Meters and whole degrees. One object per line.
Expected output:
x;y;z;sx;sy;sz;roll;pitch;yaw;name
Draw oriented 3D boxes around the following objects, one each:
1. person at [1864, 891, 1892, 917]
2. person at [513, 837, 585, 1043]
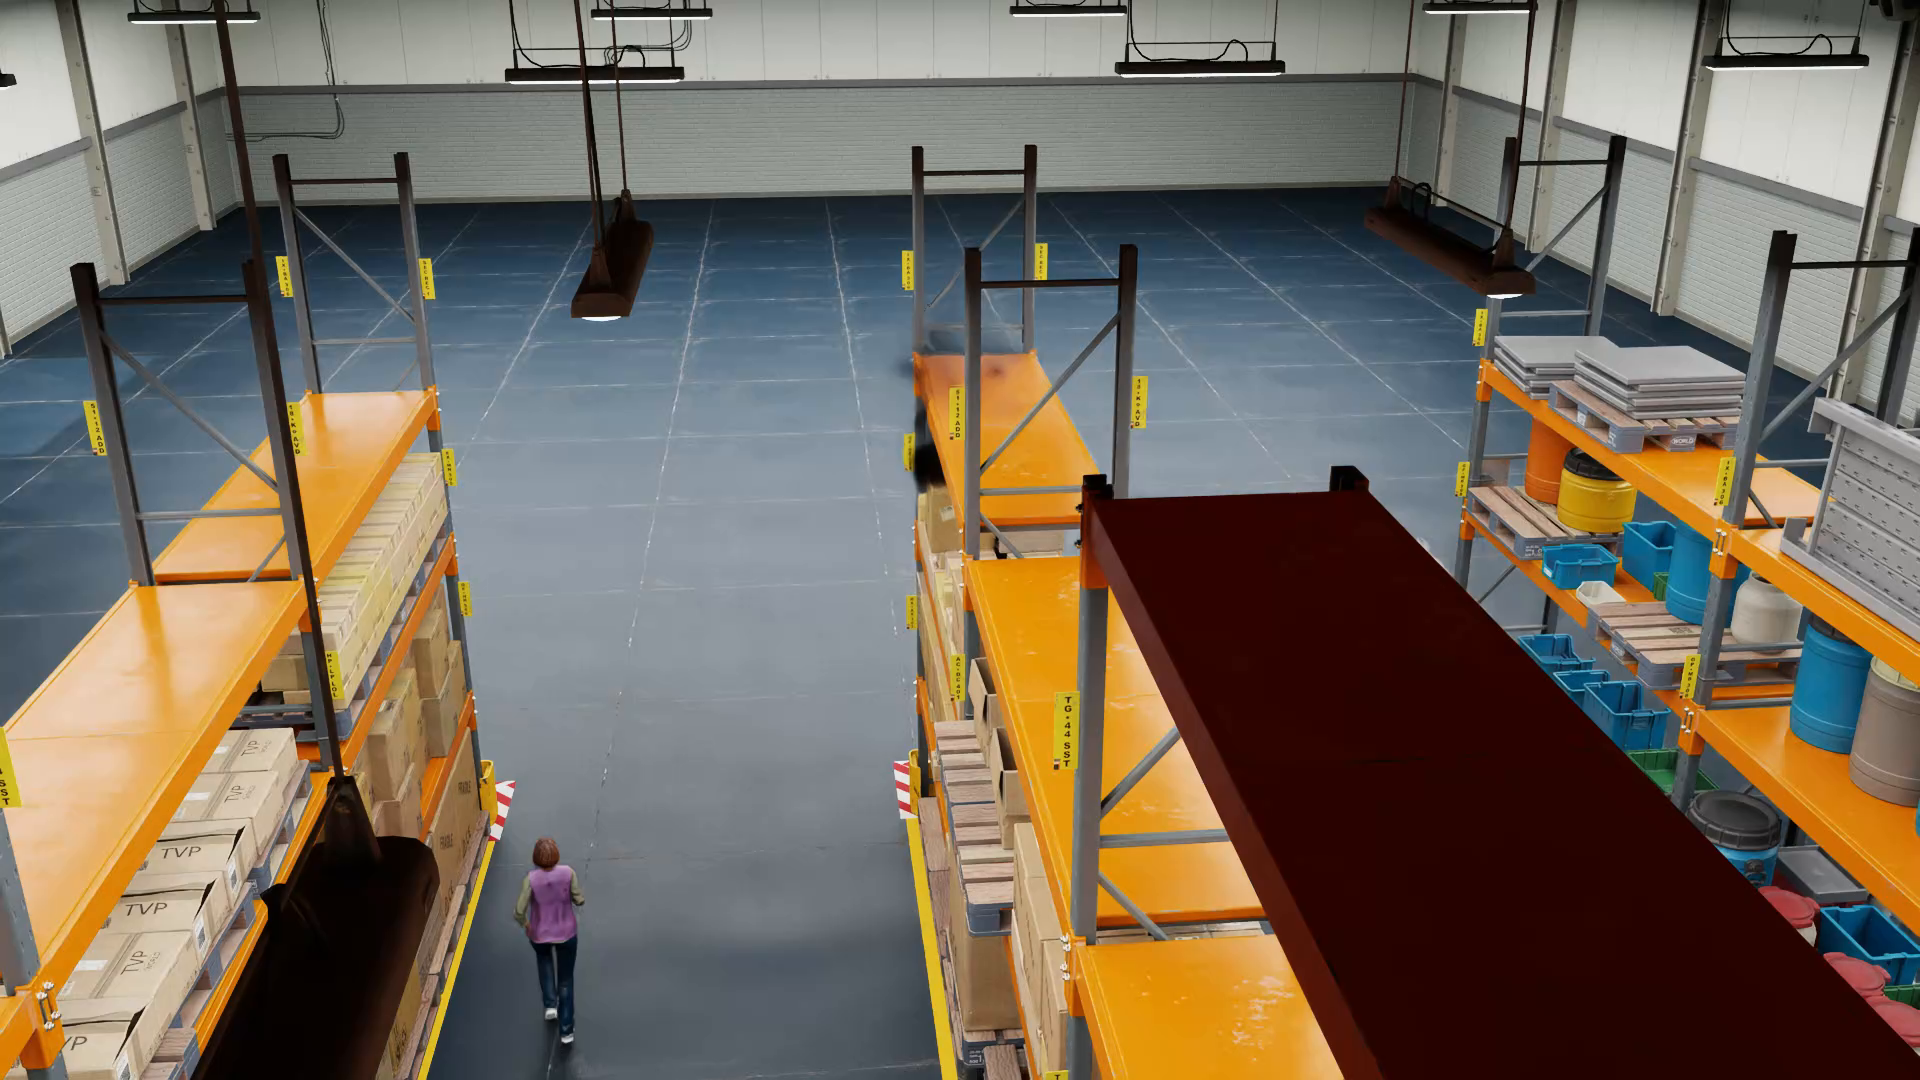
6.962;2.579;12.708;0.630;1.832;0.708;-3;22;-8;person
-2.976;2.898;12.182;0.490;1.625;0.711;-4;22;-10;person
